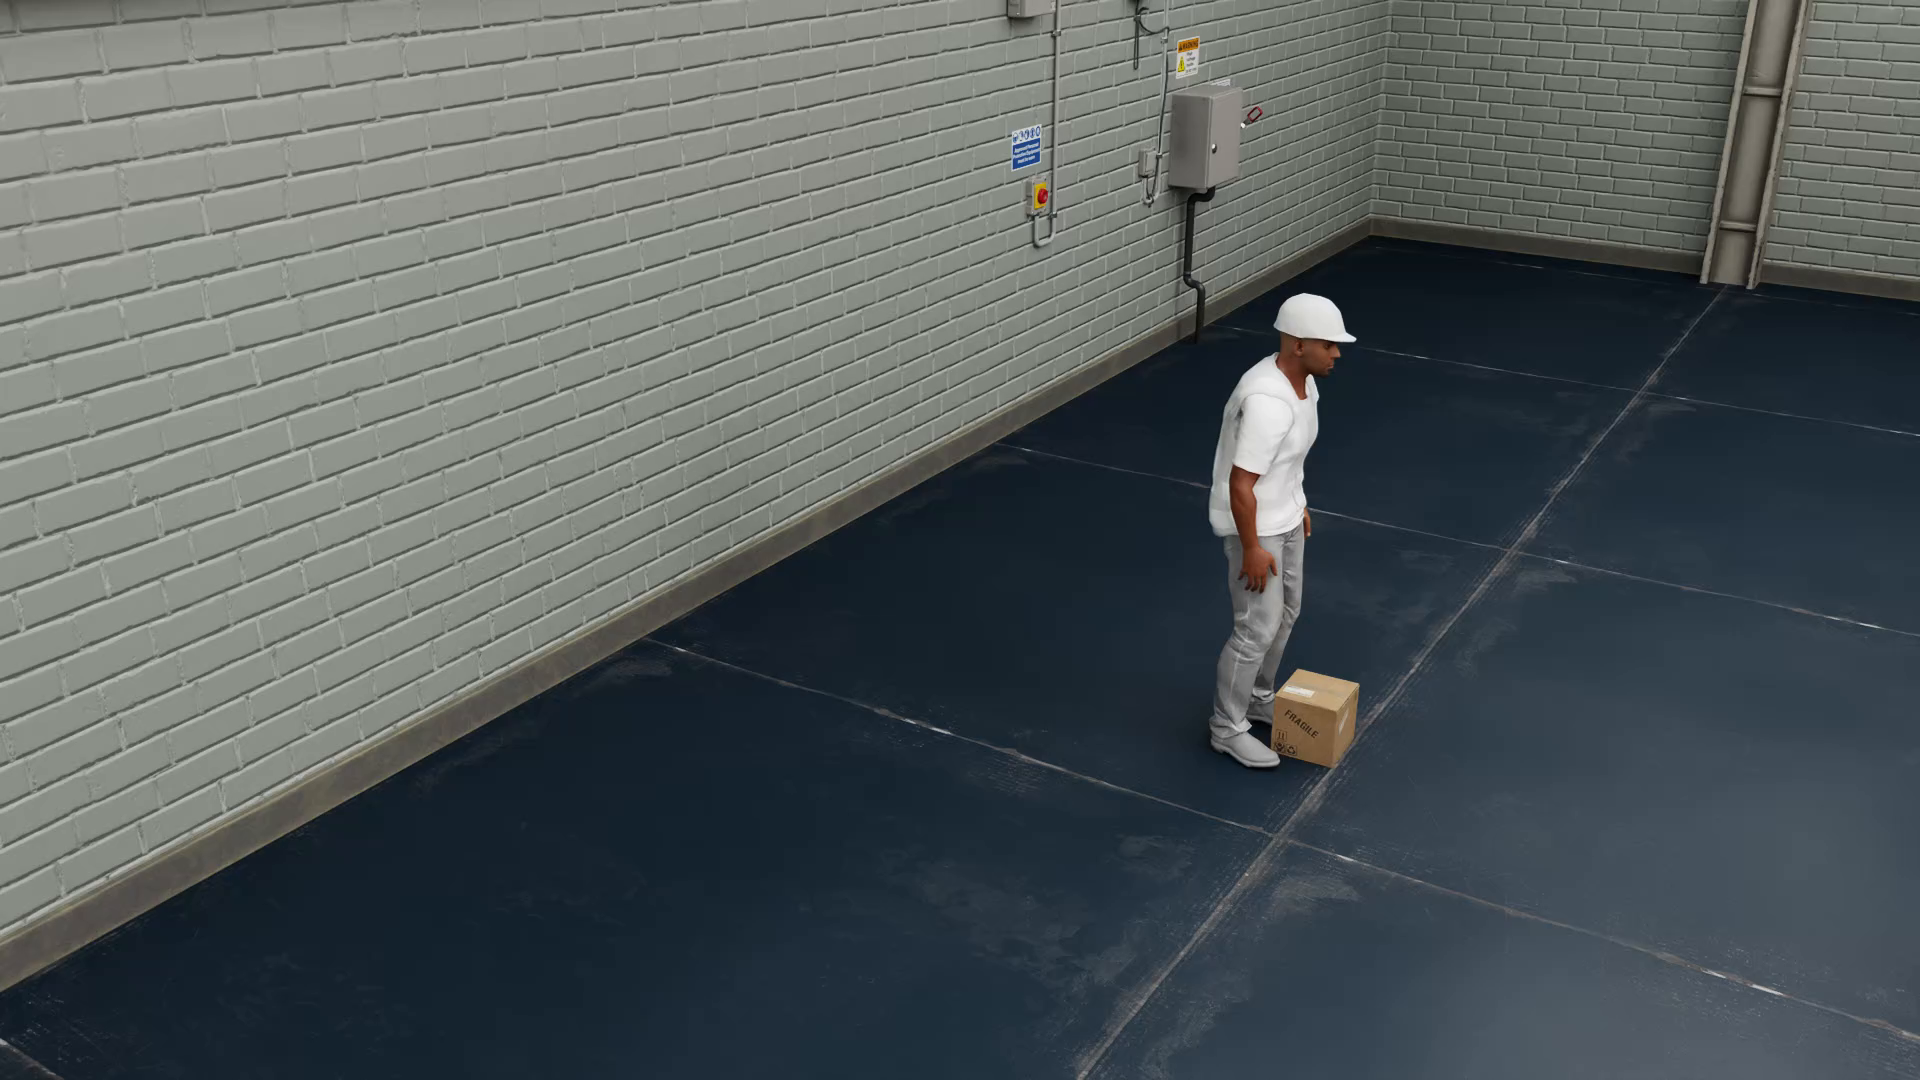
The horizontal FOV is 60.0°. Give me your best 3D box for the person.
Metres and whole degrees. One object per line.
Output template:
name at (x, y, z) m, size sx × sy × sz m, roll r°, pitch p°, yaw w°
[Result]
person at (1.173, -0.057, 6.208) m, size 0.460 × 1.760 × 0.634 m, roll 12°, pitch 26°, yaw 26°
